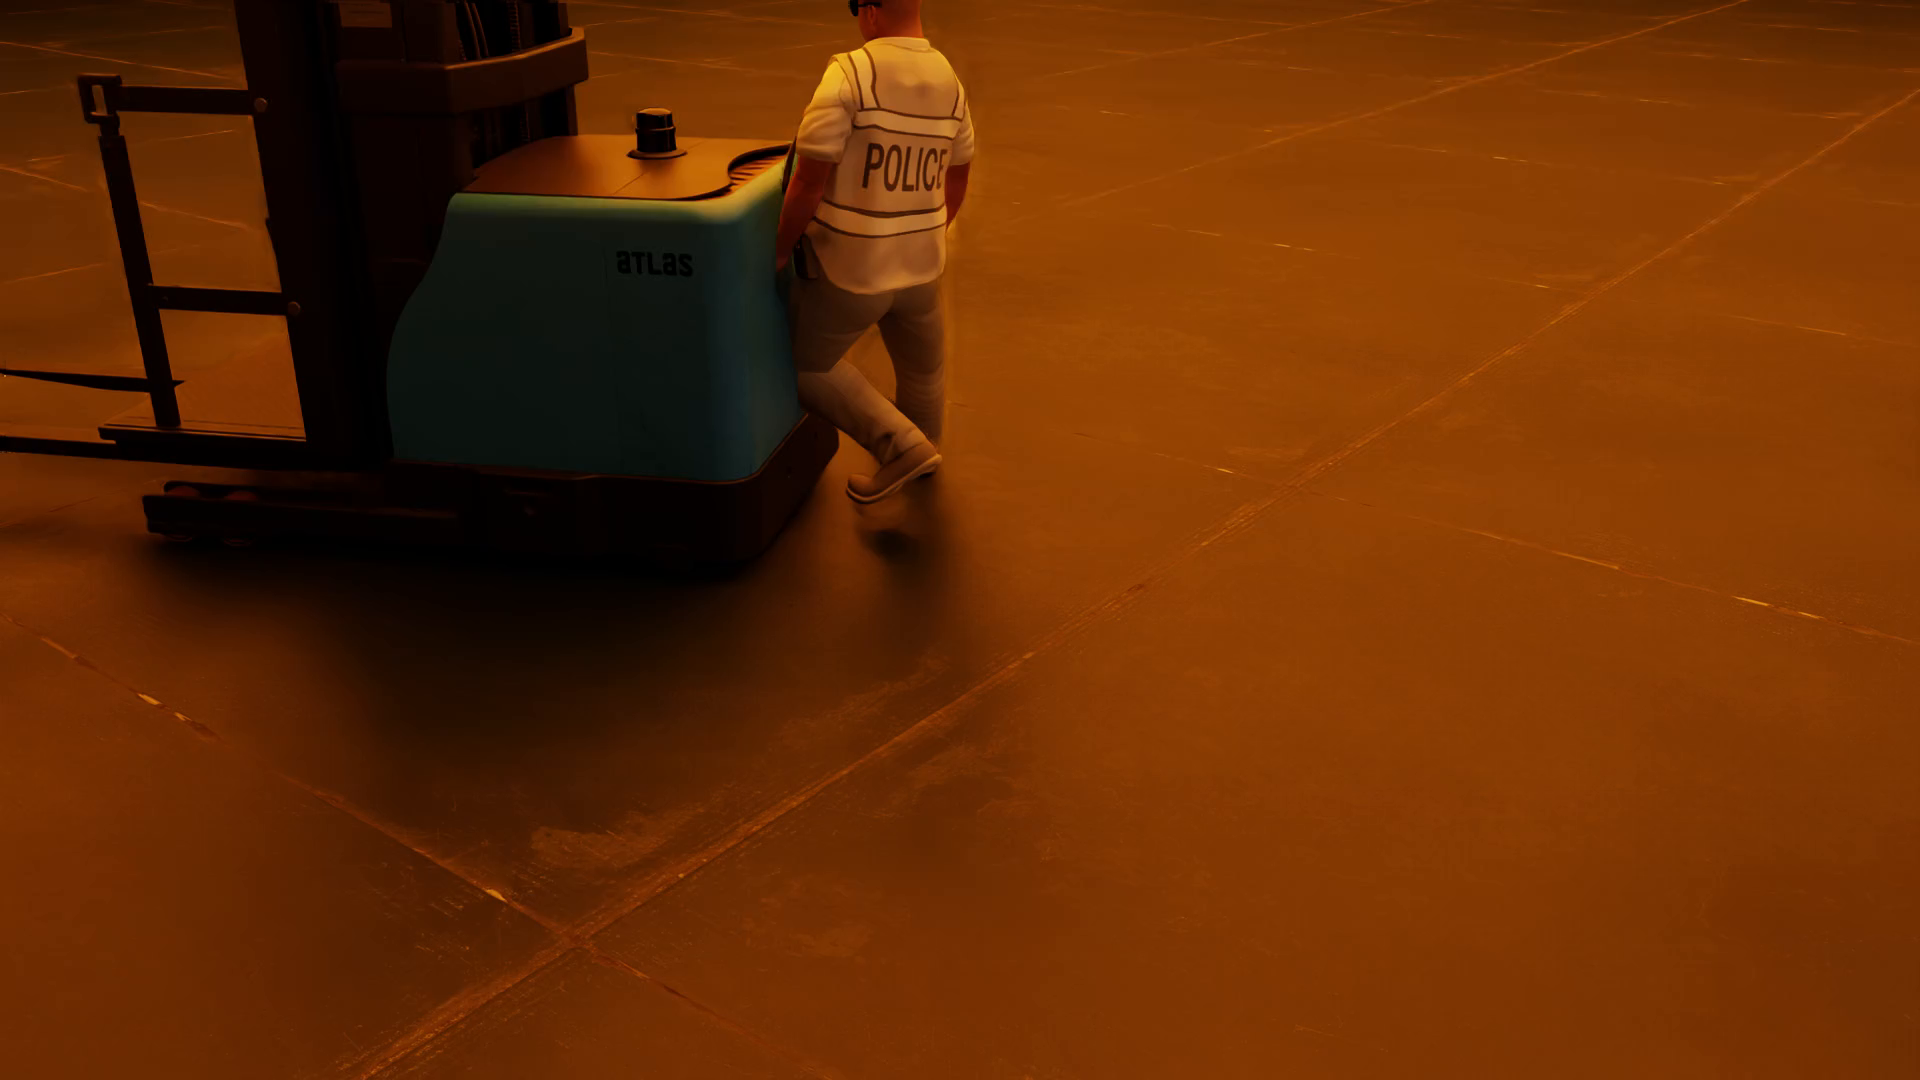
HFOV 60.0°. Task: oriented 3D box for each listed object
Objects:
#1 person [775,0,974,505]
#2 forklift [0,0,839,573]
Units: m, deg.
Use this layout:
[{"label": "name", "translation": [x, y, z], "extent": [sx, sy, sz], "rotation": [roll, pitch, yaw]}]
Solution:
[{"label": "person", "translation": [-0.308, -0.899, 4.969], "extent": [0.734, 1.671, 0.733], "rotation": [-17, 29, -34]}, {"label": "forklift", "translation": [-1.971, -1.524, 4.845], "extent": [3.031, 2.935, 1.130], "rotation": [4, 24, 10]}]
